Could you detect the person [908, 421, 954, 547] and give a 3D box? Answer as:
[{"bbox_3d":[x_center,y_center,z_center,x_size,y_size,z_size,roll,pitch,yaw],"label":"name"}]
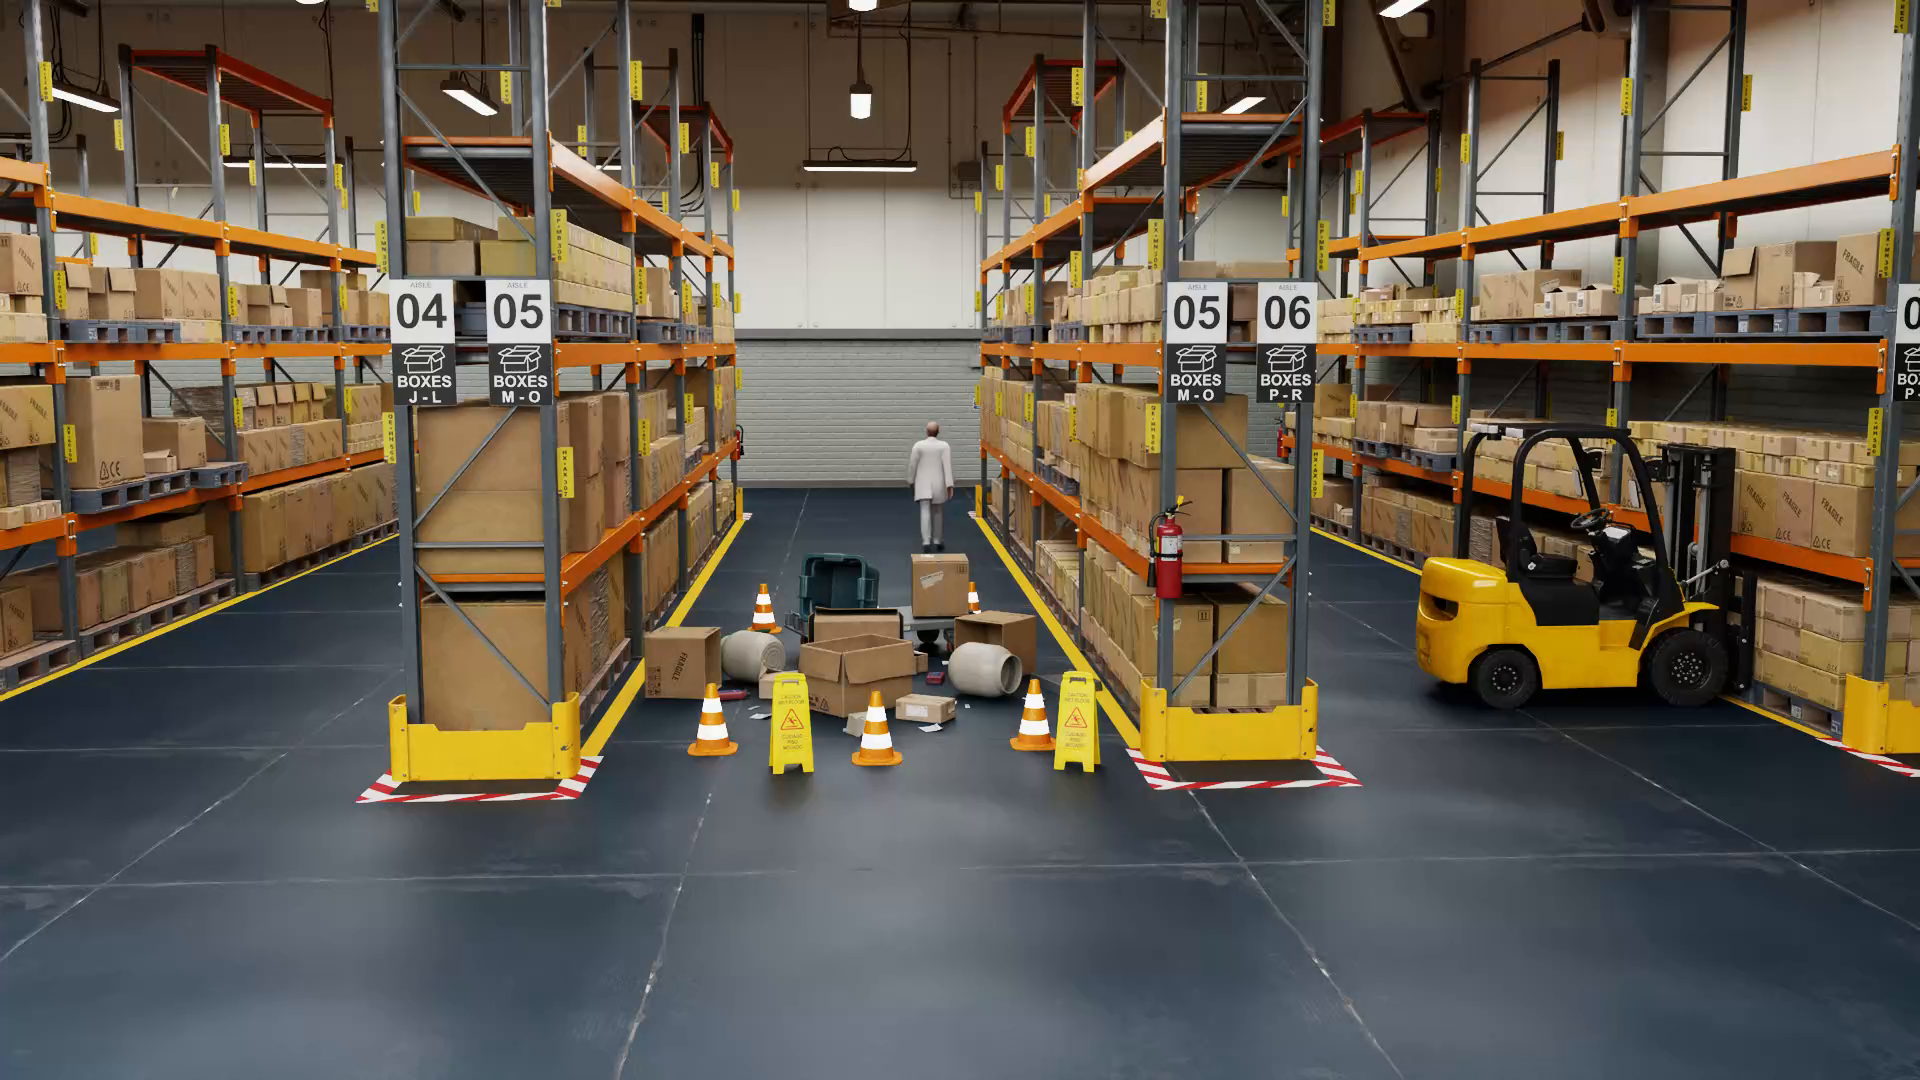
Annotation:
[{"bbox_3d":[-0.405,-0.773,22.897,0.621,1.730,1.088,-1,7,-5],"label":"person"}]
